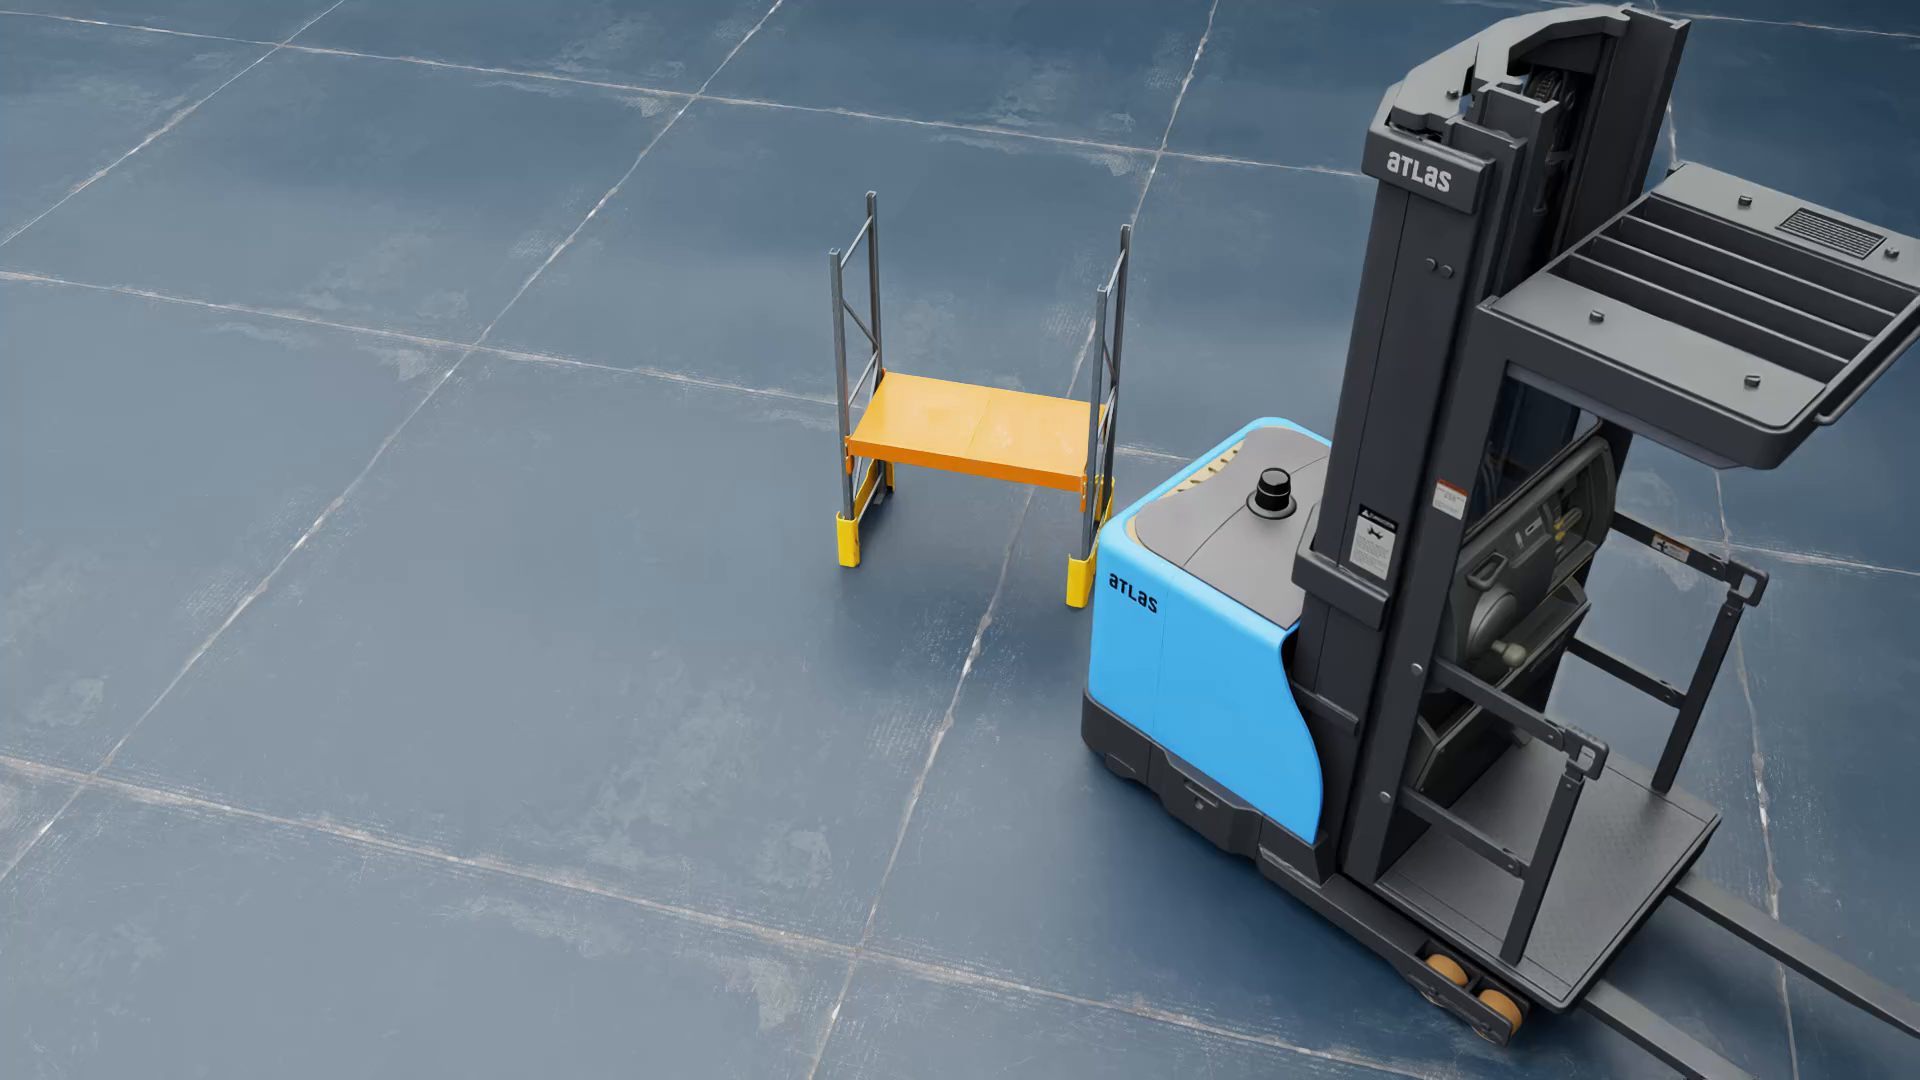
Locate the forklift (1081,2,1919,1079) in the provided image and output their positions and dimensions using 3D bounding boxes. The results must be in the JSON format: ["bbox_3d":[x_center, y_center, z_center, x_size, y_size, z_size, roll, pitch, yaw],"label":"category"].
[{"bbox_3d":[1.858,0.105,4.846,3.031,2.935,1.130,32,50,33],"label":"forklift"}]

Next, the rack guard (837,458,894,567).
[{"bbox_3d":[-0.407,-0.166,7.253,0.087,0.250,0.587,10,41,11],"label":"rack guard"}]

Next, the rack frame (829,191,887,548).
[{"bbox_3d":[-0.409,-0.645,6.851,0.032,1.500,0.500,10,41,11],"label":"rack frame"}]

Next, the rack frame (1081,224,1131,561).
[{"bbox_3d":[0.573,-0.476,6.650,0.032,1.500,0.500,10,41,11],"label":"rack frame"}]

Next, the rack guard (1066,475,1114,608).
[{"bbox_3d":[0.555,0.000,7.056,0.087,0.250,0.587,10,41,11],"label":"rack guard"}]

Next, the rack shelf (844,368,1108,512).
[{"bbox_3d":[0.082,-0.422,6.866,1.000,0.185,0.538,10,41,11],"label":"rack shelf"}]

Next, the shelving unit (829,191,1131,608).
[{"bbox_3d":[0.074,-0.562,6.753,1.083,1.500,0.587,10,41,11],"label":"shelving unit"}]
